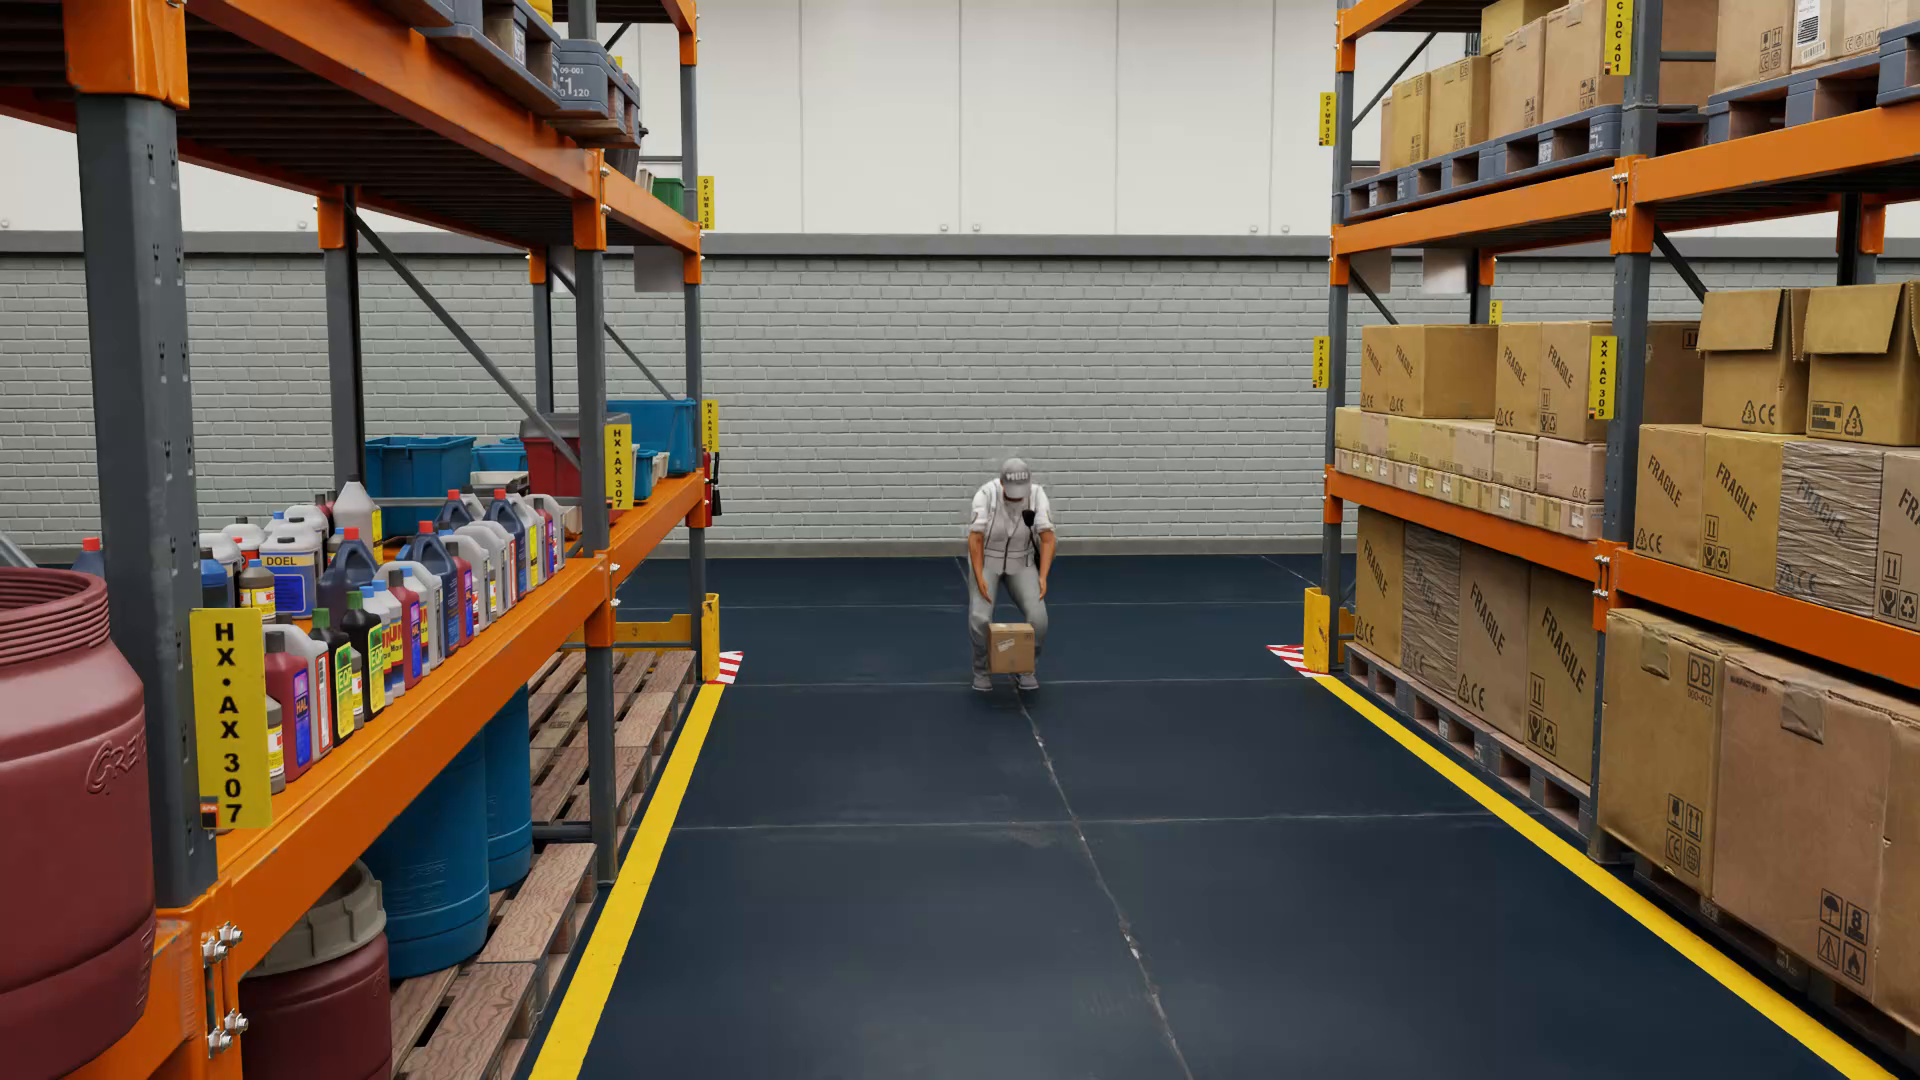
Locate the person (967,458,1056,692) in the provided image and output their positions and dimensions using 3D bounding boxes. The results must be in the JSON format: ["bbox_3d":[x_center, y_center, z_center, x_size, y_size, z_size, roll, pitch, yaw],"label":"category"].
[{"bbox_3d":[0.309,0.201,10.109,0.532,1.432,0.691,0,7,-3],"label":"person"}]
